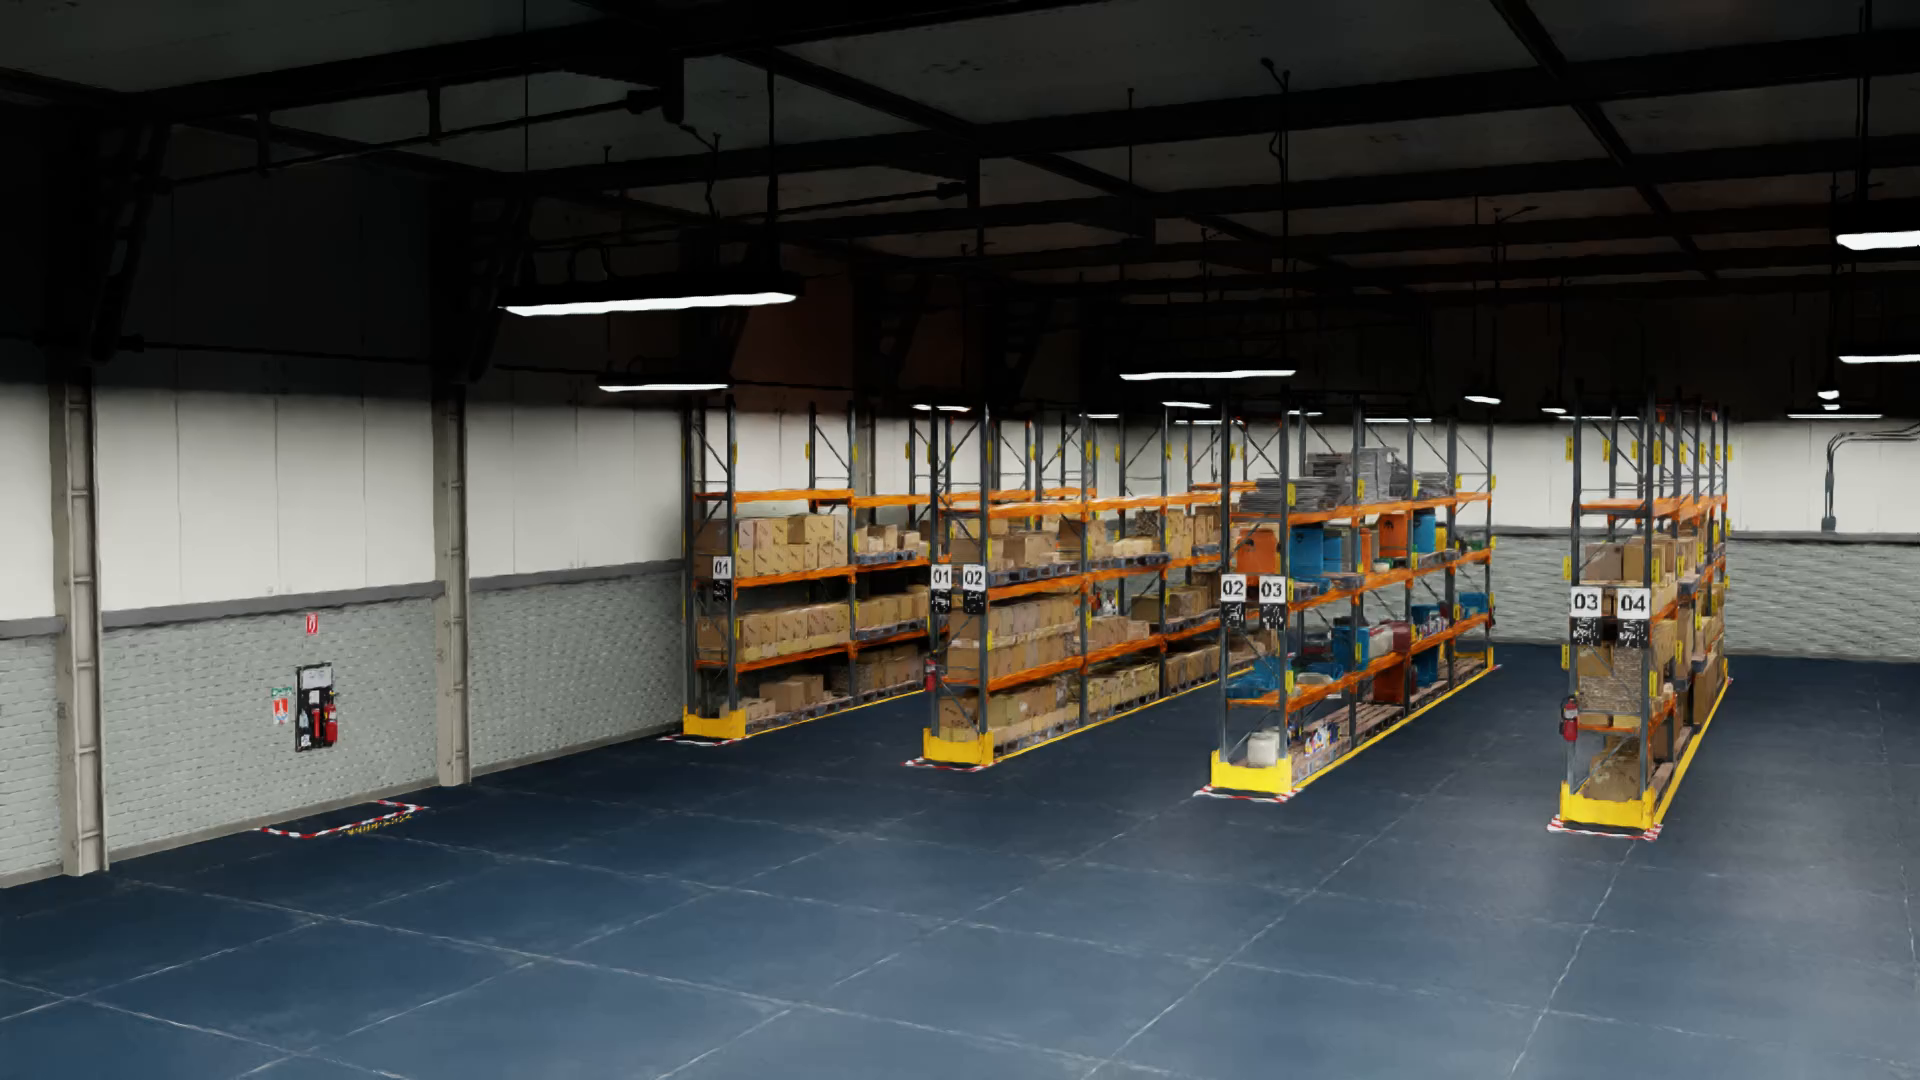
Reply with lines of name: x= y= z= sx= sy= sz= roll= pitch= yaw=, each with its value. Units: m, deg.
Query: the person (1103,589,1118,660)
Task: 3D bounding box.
person: x=3.679 y=2.027 z=40.183 sx=0.547 sy=1.712 sz=1.040 roll=2 pitch=3 yaw=27

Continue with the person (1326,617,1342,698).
person: x=7.652 y=2.368 z=33.893 sx=0.537 sy=1.666 sz=0.564 roll=-2 pitch=4 yaw=-34
